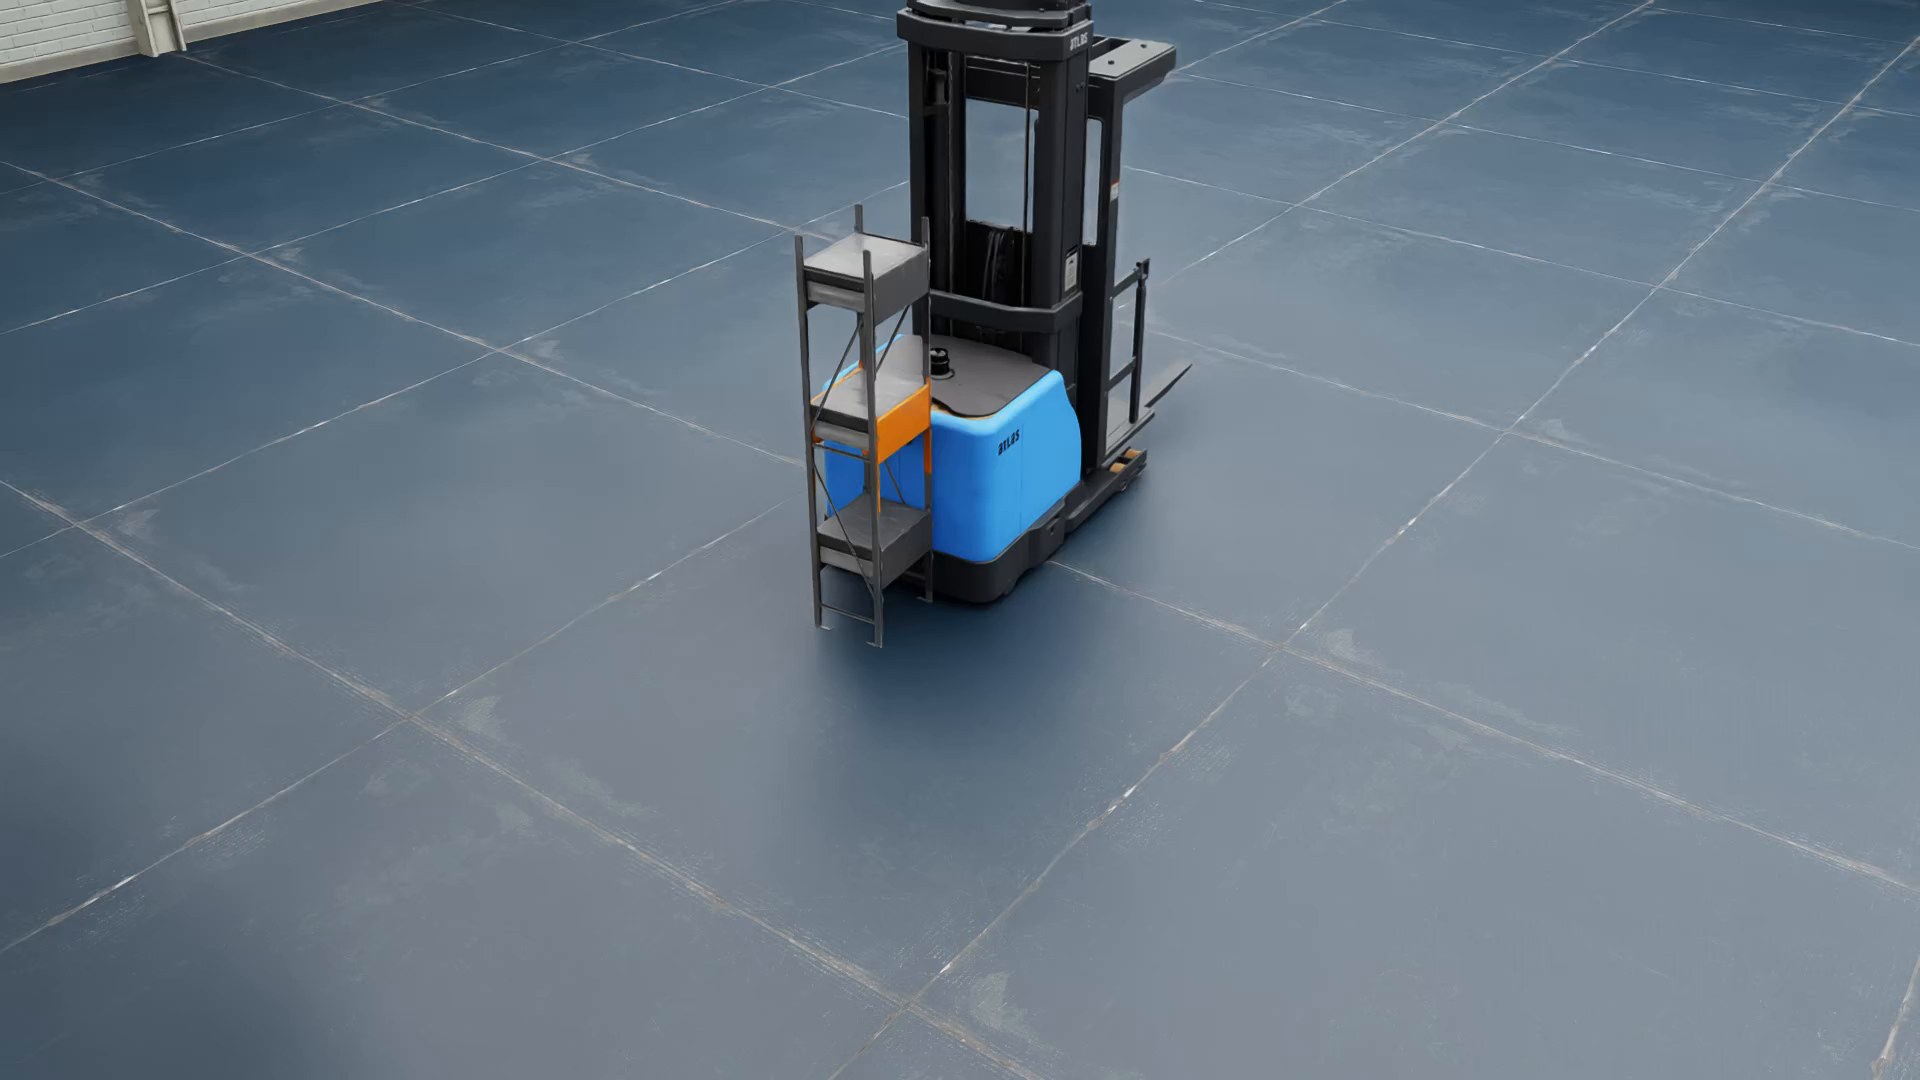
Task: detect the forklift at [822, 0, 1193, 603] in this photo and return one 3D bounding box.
[{"bbox_3d":[0.454,-1.655,9.168,1.130,2.935,3.031,17,34,26],"label":"forklift"}]

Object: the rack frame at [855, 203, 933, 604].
[{"bbox_3d":[-0.317,-0.624,8.244,0.400,2.100,0.015,17,34,26],"label":"rack frame"}]

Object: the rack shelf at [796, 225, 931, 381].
[{"bbox_3d":[-0.441,-1.107,7.713,0.431,0.518,0.480,17,34,26],"label":"rack shelf"}]

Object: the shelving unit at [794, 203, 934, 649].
[{"bbox_3d":[-0.441,-0.517,8.063,0.431,2.100,0.503,17,34,26],"label":"shelving unit"}]

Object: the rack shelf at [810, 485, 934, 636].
[{"bbox_3d":[-0.441,0.097,8.427,0.431,0.518,0.480,17,34,26],"label":"rack shelf"}]

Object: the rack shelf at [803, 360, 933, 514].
[{"bbox_3d":[-0.441,-0.505,8.070,0.431,0.518,0.480,17,34,26],"label":"rack shelf"}]

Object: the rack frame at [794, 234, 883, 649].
[{"bbox_3d":[-0.564,-0.410,7.882,0.400,2.100,0.015,17,34,26],"label":"rack frame"}]

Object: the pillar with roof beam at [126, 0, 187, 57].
[{"bbox_3d":[-5.362,-7.936,13.815,9.100,9.000,0.400,21,37,31],"label":"pillar with roof beam"}]
